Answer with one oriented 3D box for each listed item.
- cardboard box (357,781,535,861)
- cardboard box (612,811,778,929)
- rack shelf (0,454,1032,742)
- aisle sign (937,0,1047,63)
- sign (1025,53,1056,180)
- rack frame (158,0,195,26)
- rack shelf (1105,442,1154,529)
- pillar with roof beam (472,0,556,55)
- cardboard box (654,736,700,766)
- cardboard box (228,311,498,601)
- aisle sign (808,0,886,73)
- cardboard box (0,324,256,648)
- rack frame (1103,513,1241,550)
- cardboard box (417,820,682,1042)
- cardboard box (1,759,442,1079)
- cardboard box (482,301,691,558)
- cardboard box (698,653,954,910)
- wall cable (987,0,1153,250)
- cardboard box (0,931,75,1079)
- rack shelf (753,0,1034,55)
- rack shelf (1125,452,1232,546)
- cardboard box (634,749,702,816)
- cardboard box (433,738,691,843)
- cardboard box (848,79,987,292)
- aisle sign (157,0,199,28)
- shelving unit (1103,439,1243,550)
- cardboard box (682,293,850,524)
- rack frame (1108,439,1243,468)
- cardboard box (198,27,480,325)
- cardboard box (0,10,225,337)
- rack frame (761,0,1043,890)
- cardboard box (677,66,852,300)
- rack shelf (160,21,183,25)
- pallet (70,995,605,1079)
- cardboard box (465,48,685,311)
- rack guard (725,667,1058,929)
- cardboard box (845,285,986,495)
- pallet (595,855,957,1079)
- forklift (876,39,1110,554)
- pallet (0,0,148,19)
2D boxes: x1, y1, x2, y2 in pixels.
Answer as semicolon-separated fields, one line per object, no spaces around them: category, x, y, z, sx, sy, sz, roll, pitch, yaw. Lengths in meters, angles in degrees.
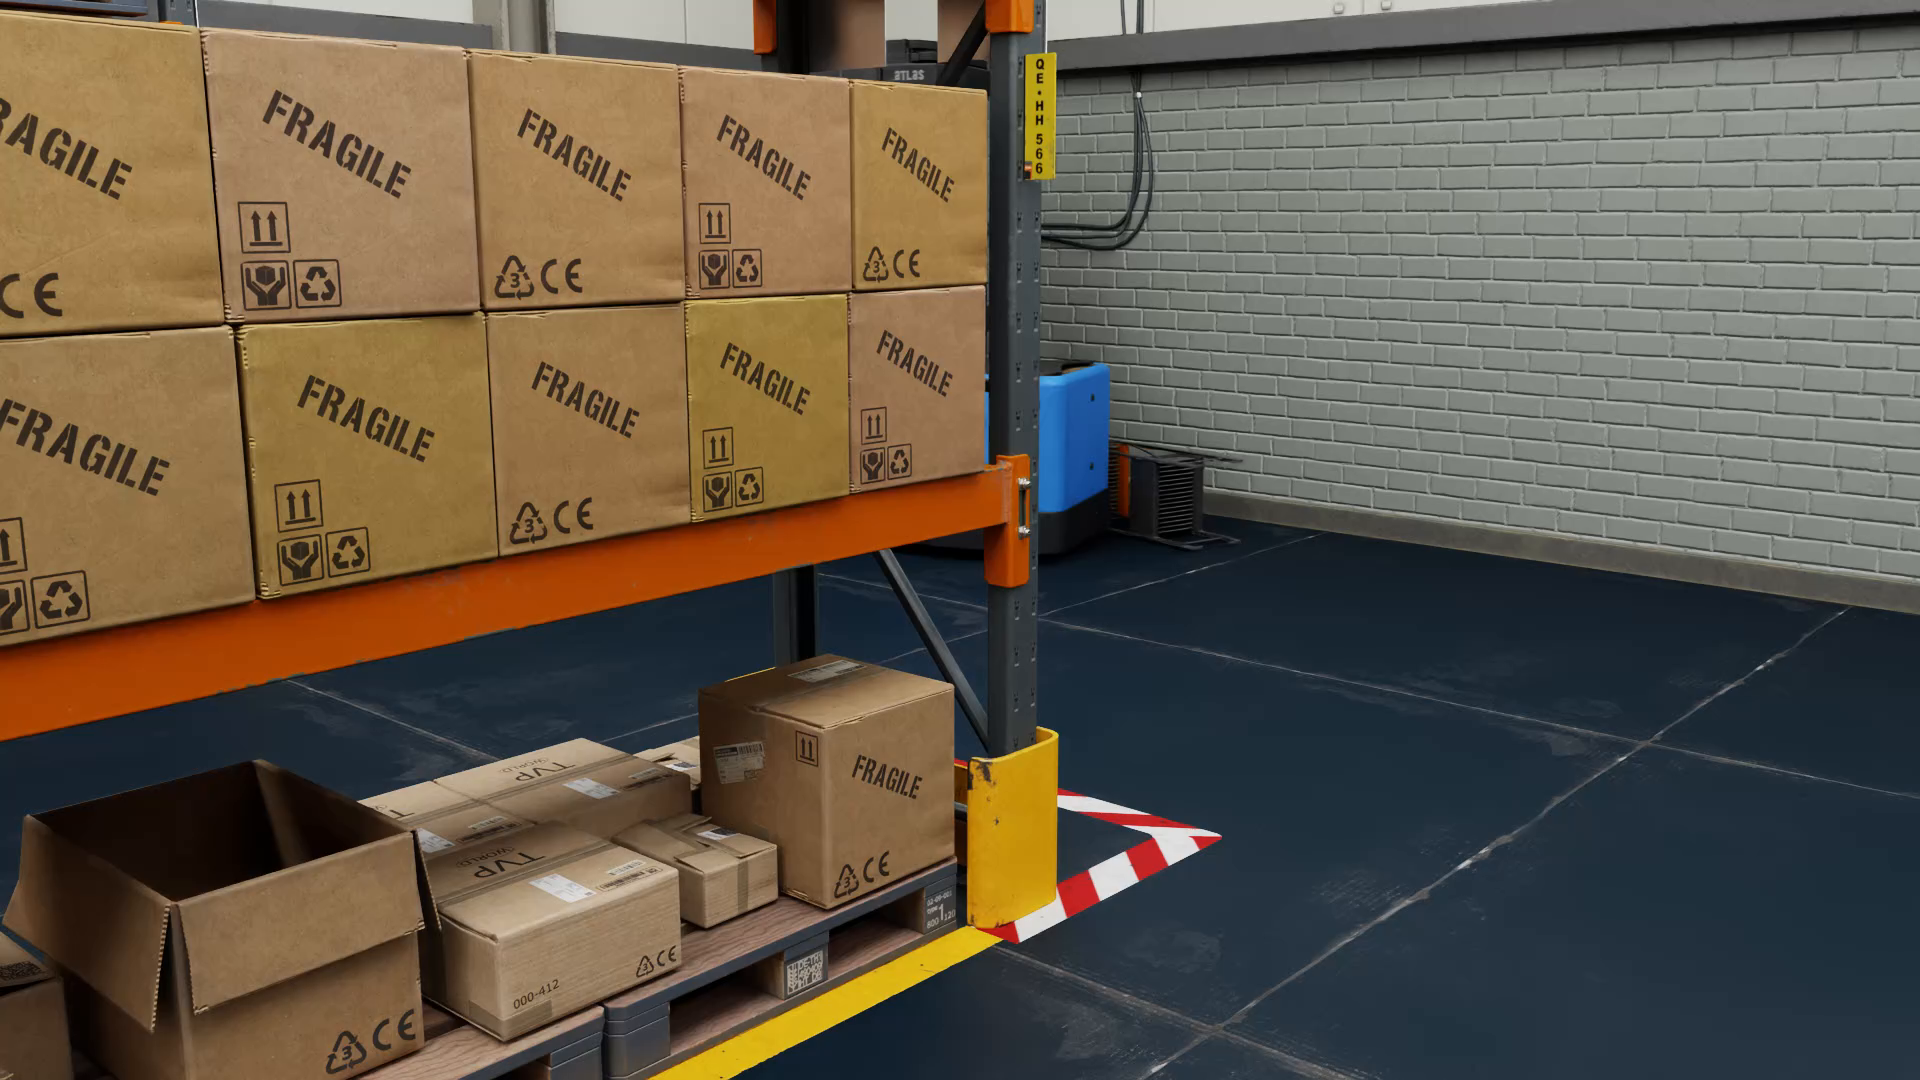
cardboard box;-1.422;0.845;4.217;0.500;0.250;0.500;10;15;40
cardboard box;-0.699;0.856;4.378;0.380;0.166;0.250;10;15;40
rack shelf;-1.510;0.169;3.541;1.077;0.370;4.000;10;15;40
aisle sign;0.085;-1.723;4.541;0.394;0.787;0.004;10;15;40
sign;0.214;-1.126;4.426;0.100;0.325;0.005;10;15;40
rack frame;-3.914;-1.118;8.148;1.000;3.000;0.127;10;15;40
rack shelf;0.933;-0.368;10.717;0.431;0.480;0.518;-8;13;-35
pillar with roof beam;0.453;-4.012;7.322;9.100;9.000;0.400;10;15;40
cardboard box;-0.725;0.722;5.094;0.380;0.149;0.250;10;15;40
cardboard box;-1.287;-0.202;3.309;0.500;0.500;0.500;9;15;40
aisle sign;-0.366;-1.800;4.930;0.394;0.787;0.004;10;15;40
cardboard box;-1.622;-0.127;2.933;0.500;0.500;0.500;10;15;40
rack frame;0.926;-0.130;10.774;0.400;0.015;2.100;-8;13;-35
cardboard box;-1.014;0.903;3.930;0.500;0.250;0.500;10;15;40
cardboard box;-1.594;0.842;3.586;0.797;0.503;0.637;10;15;40
cardboard box;-0.954;-0.276;3.680;0.500;0.500;0.500;10;15;41
cardboard box;-0.364;0.644;4.586;0.500;0.500;0.500;10;15;40
wall cable;0.088;-3.323;11.799;3.097;2.526;0.112;10;15;40
cardboard box;-2.172;0.983;3.374;0.500;0.311;0.500;10;15;40
rack shelf;-1.510;-1.302;3.247;1.077;0.370;4.000;10;15;40
rack shelf;1.338;-0.262;10.156;0.431;0.480;0.518;-8;13;-35
cardboard box;-0.890;0.750;4.908;0.380;0.166;0.250;10;15;40
cardboard box;-1.092;0.772;4.585;0.500;0.250;0.500;10;15;40
cardboard box;-0.277;-0.916;4.330;0.500;0.500;0.500;10;15;40
aisle sign;-3.641;-2.364;7.752;0.394;0.787;0.004;10;15;40
shelving unit;0.925;-0.370;10.728;0.431;0.503;2.100;-8;13;-35
cardboard box;-0.621;-0.349;4.044;0.500;0.500;0.500;10;15;41
rack frame;0.924;-0.609;10.682;0.400;0.015;2.100;-8;13;-35
cardboard box;-1.288;-0.689;3.194;0.500;0.500;0.500;10;15;42
cardboard box;-1.628;-0.613;2.813;0.500;0.500;0.500;9;15;39
rack frame;-0.190;-0.478;4.944;1.000;3.000;0.127;10;15;40
cardboard box;-0.610;-0.841;3.958;0.500;0.500;0.500;10;15;42
rack shelf;-5.234;-1.941;6.451;1.077;0.370;4.000;10;15;40
pallet;-1.571;1.197;3.679;1.003;0.211;1.213;10;15;40
cardboard box;-0.949;-0.765;3.573;0.500;0.500;0.500;10;15;42
rack guard;-0.240;0.759;5.133;1.175;0.500;0.348;10;15;40
cardboard box;-0.281;-0.426;4.428;0.500;0.500;0.500;10;15;42
pallet;-0.766;1.019;4.573;1.003;0.211;1.213;10;15;40
forklift;-0.644;-1.485;10.161;3.031;2.935;1.130;4;12;21
pallet;-4.395;-2.434;7.310;1.003;0.211;1.213;10;15;40
